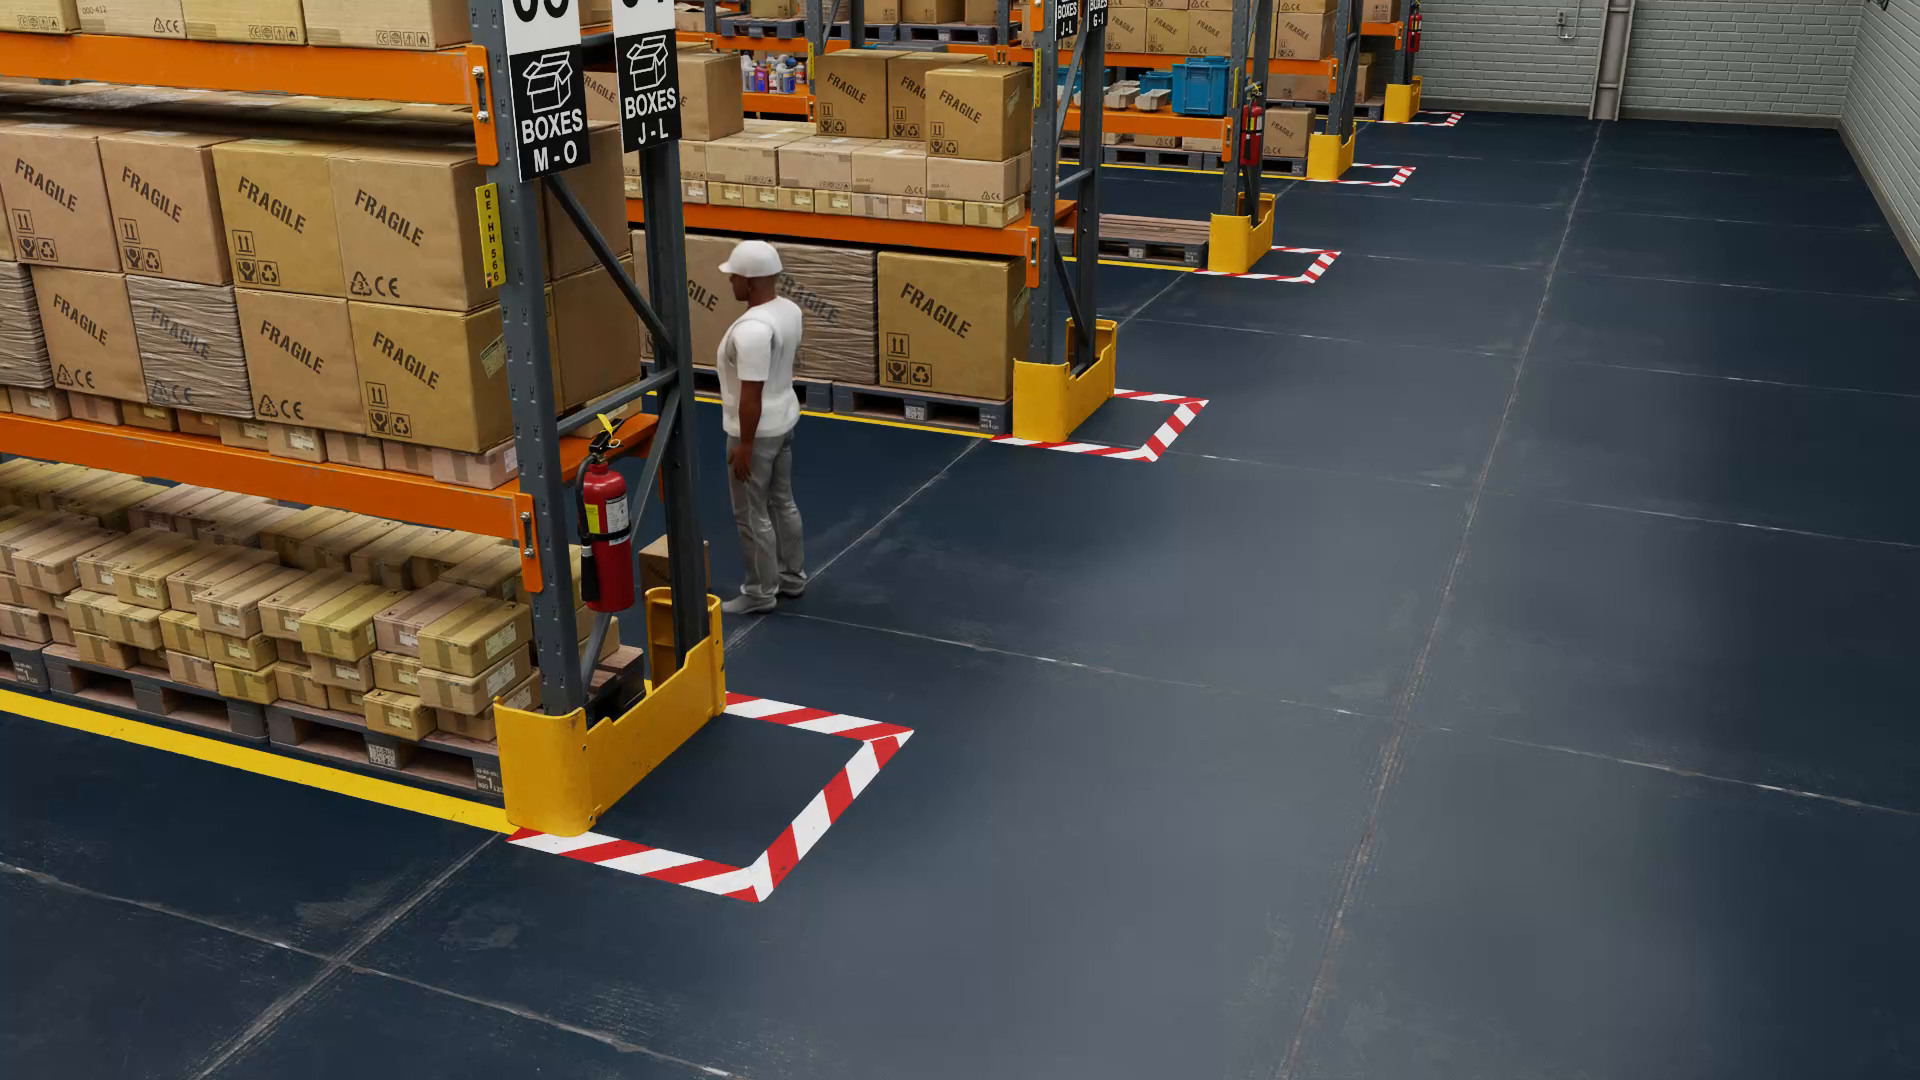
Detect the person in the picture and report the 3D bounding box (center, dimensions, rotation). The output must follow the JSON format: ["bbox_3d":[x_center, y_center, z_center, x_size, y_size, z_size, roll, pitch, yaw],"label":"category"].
[{"bbox_3d":[-0.961,-0.510,7.816,0.403,1.806,0.596,5,23,13],"label":"person"}]
